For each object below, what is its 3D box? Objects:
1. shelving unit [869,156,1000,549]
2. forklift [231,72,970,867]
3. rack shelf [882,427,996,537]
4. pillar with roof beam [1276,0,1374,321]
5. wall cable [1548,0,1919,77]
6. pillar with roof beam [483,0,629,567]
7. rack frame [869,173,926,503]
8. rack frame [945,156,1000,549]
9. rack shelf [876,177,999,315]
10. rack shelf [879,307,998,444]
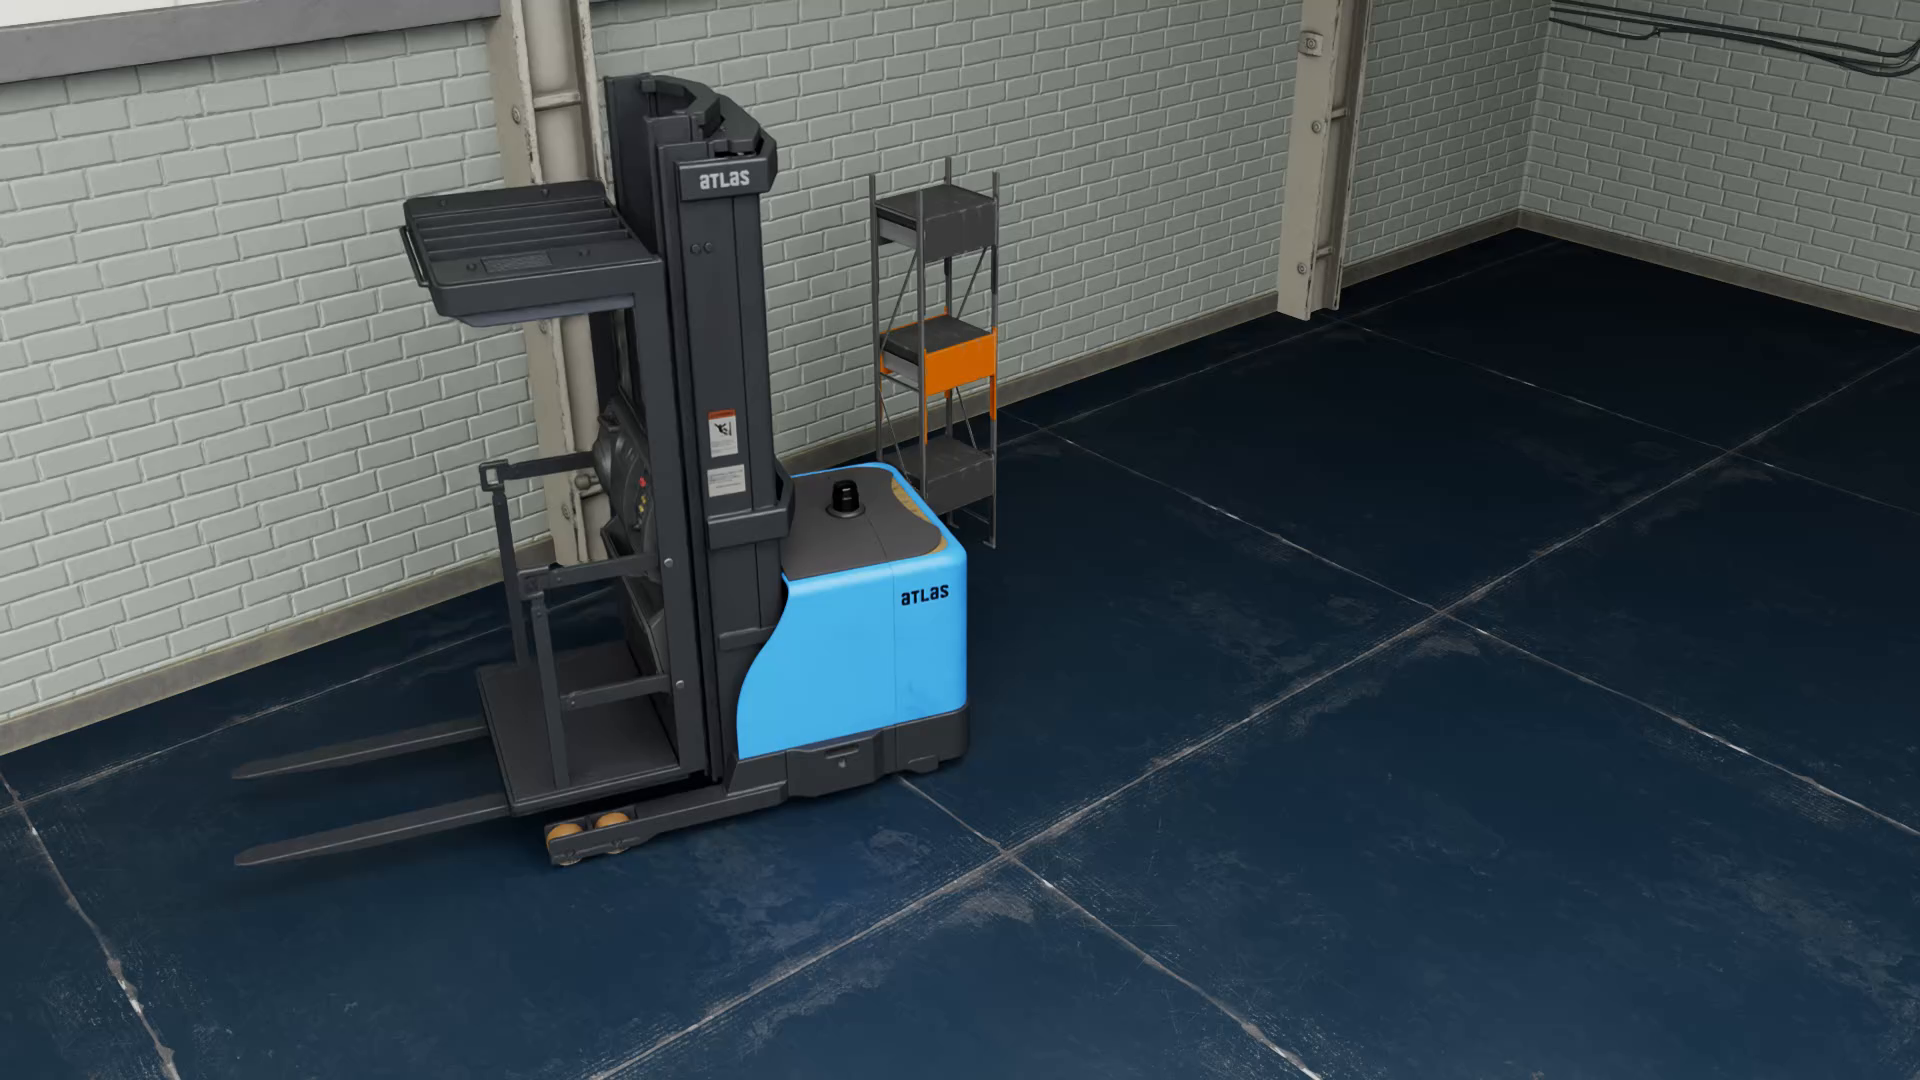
[{"bbox_3d":[-0.126,-0.875,8.660,0.503,2.100,0.431,-22,35,-35],"label":"shelving unit"},{"bbox_3d":[-1.525,-0.252,6.611,3.031,2.935,1.130,-11,30,-19],"label":"forklift"},{"bbox_3d":[-0.126,-0.246,8.997,0.480,0.518,0.431,-22,35,-35],"label":"rack shelf"},{"bbox_3d":[5.396,-4.160,7.486,0.400,9.000,9.100,-22,35,-35],"label":"pillar with roof beam"},{"bbox_3d":[5.701,-4.761,11.906,0.112,2.526,3.097,-22,35,-35],"label":"wall cable"},{"bbox_3d":[0.832,-2.324,4.052,0.400,9.000,9.100,-22,35,-35],"label":"pillar with roof beam"},{"bbox_3d":[-0.312,-0.801,8.521,0.015,2.100,0.400,-22,35,-35],"label":"rack frame"},{"bbox_3d":[0.060,-0.950,8.800,0.015,2.100,0.400,-22,35,-35],"label":"rack frame"},{"bbox_3d":[-0.126,-1.481,8.337,0.480,0.518,0.431,-22,35,-35],"label":"rack shelf"},{"bbox_3d":[-0.126,-0.863,8.667,0.480,0.518,0.431,-22,35,-35],"label":"rack shelf"}]
